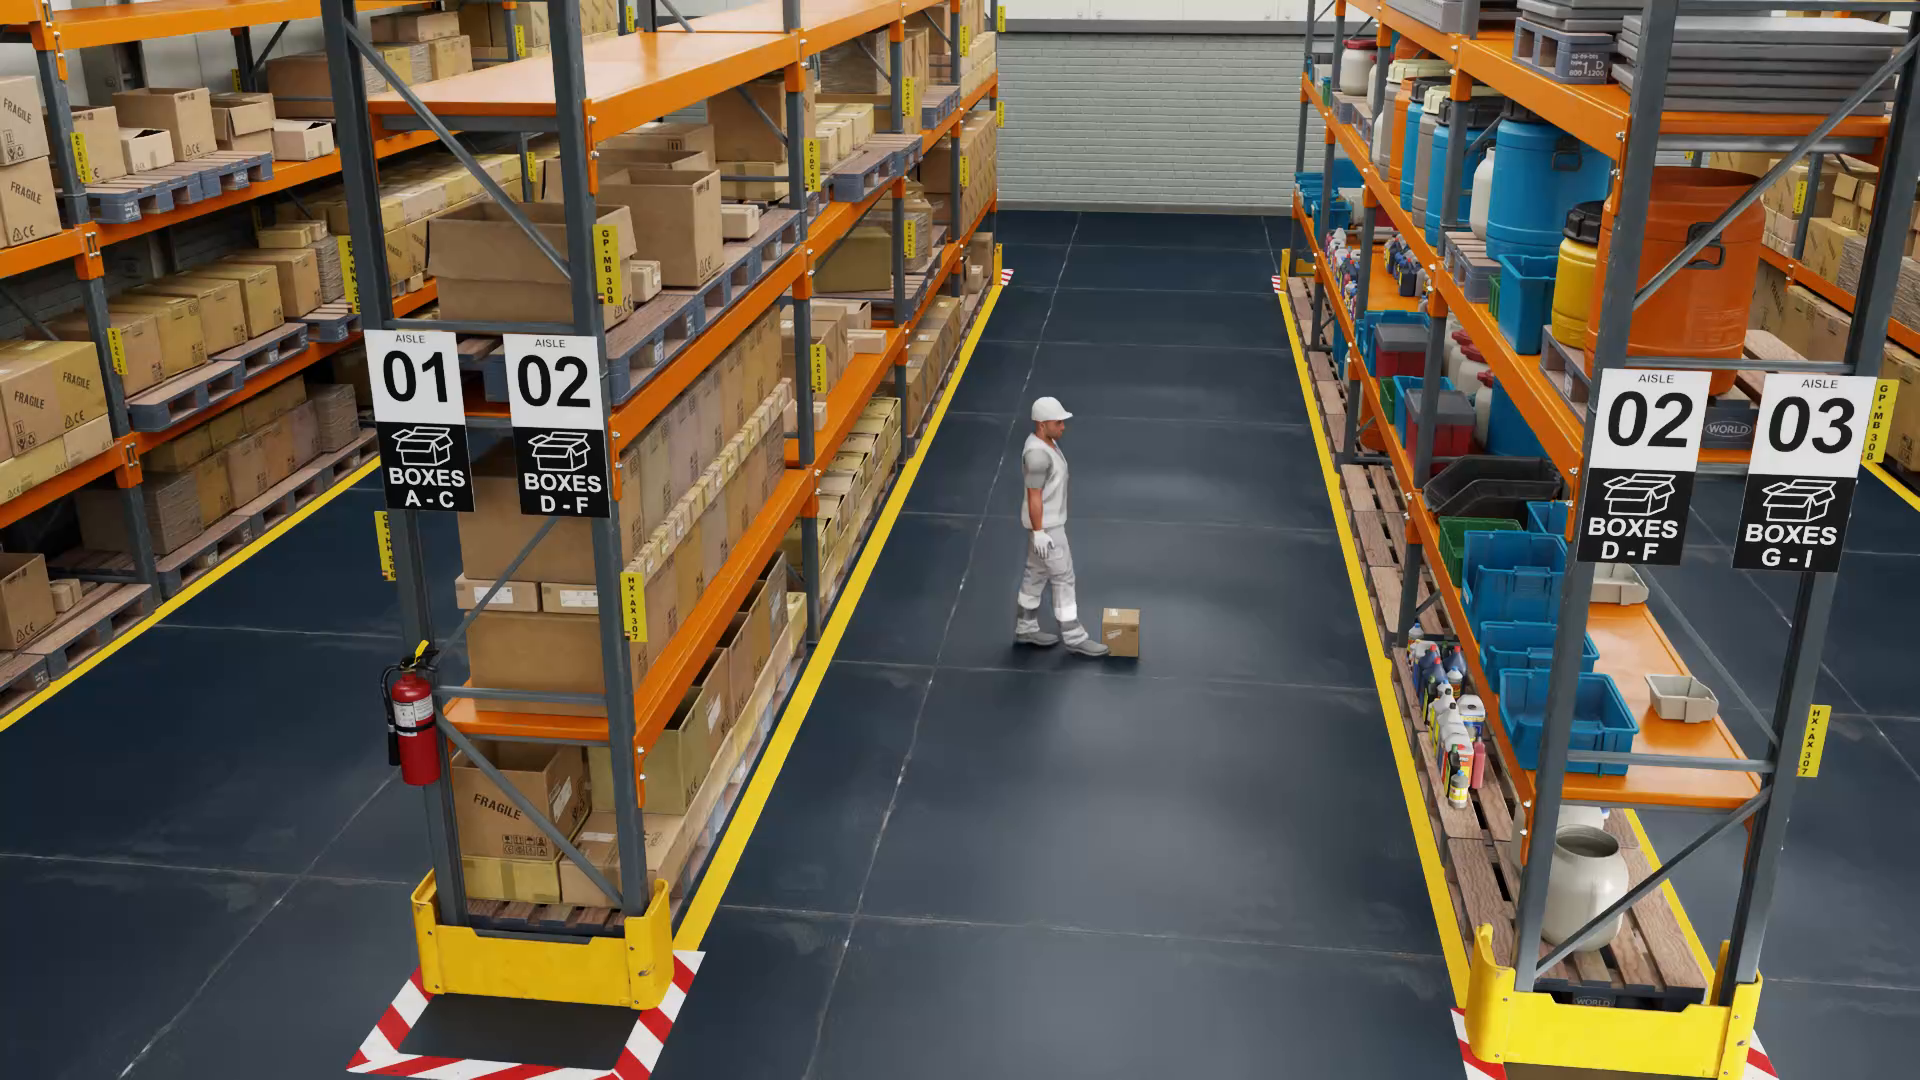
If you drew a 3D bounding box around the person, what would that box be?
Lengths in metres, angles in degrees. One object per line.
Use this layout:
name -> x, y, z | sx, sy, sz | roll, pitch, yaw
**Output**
person -> 0.711, -0.105, 11.292 | 0.657, 1.781, 0.571 | 2, 21, 5
